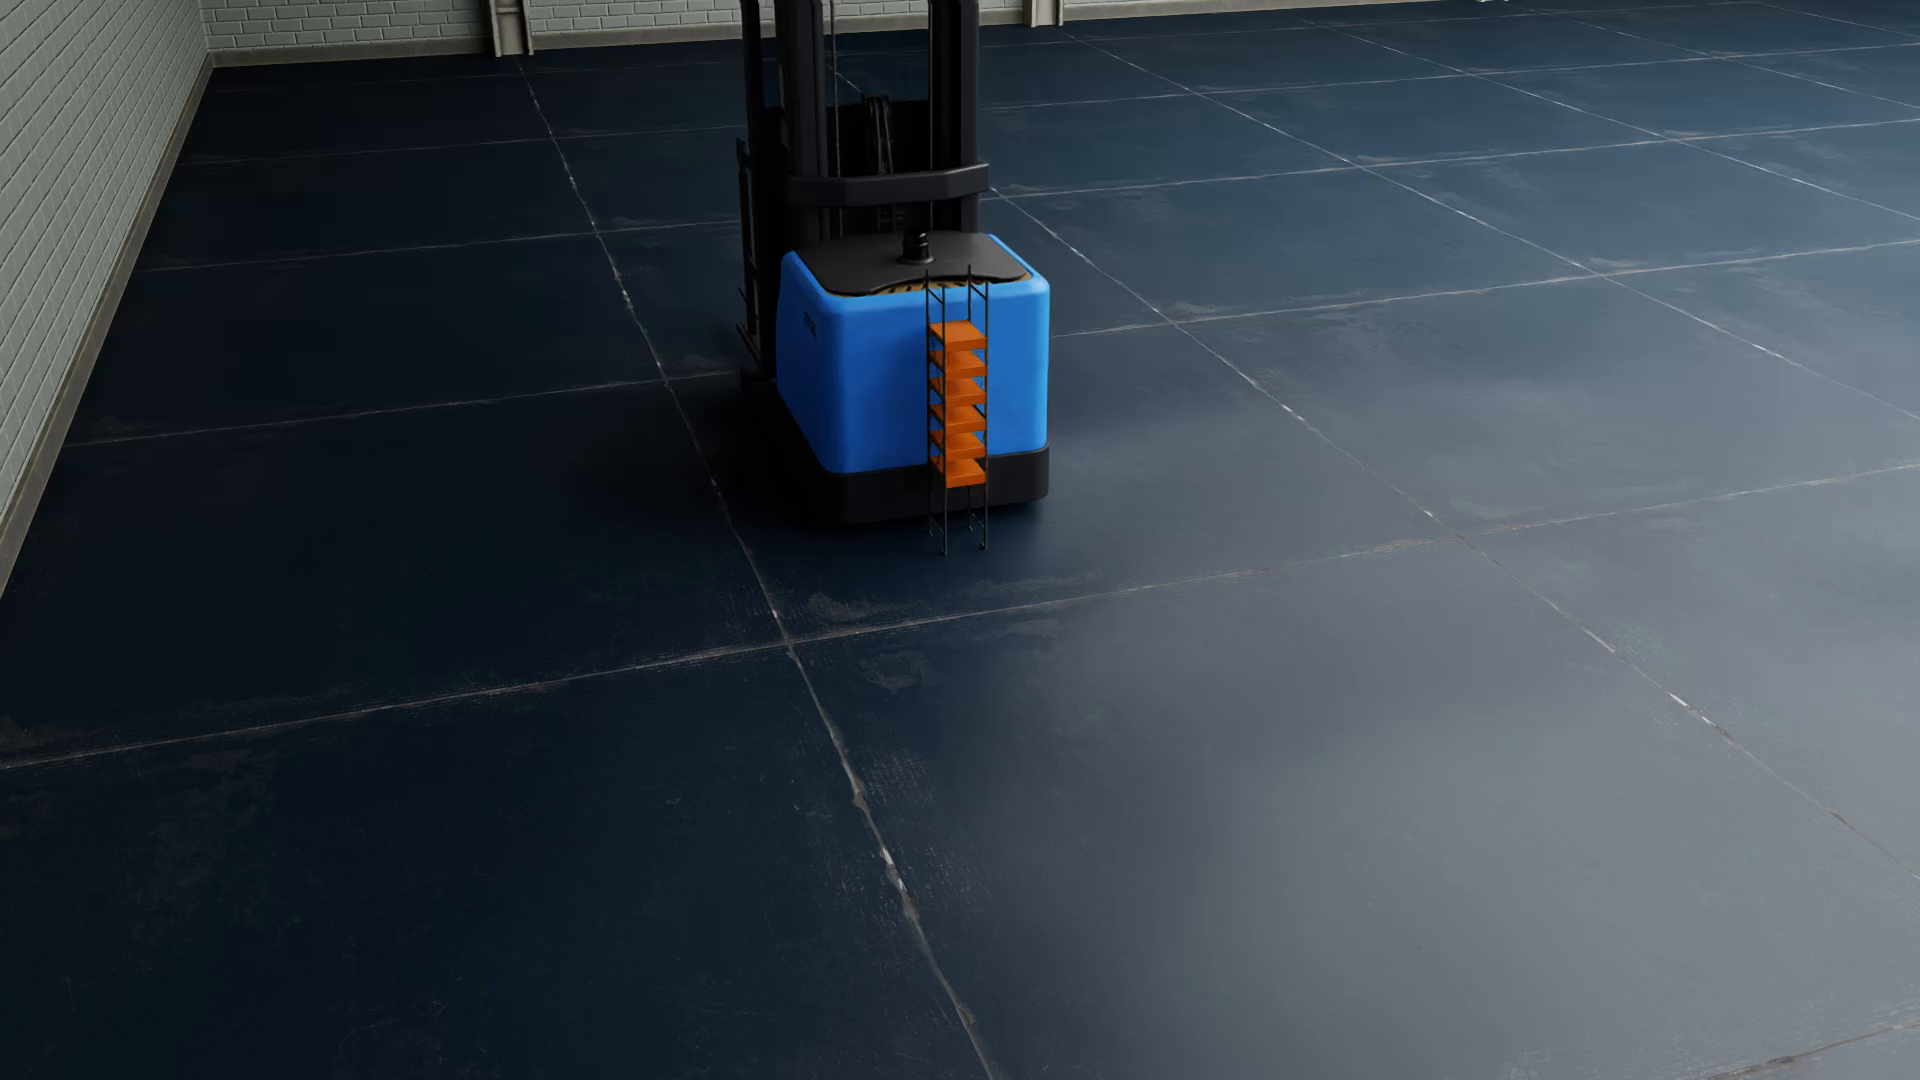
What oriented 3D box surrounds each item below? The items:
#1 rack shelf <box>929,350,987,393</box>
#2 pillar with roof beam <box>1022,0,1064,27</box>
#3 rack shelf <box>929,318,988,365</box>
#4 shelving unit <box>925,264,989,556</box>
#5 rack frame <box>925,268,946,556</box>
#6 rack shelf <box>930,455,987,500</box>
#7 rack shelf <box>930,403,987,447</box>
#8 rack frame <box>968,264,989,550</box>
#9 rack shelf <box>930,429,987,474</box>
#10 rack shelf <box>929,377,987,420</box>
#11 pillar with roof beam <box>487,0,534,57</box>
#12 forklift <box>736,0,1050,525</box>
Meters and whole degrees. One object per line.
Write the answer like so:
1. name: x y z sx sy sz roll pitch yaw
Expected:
1. rack shelf: -0.013 -0.710 6.890 0.180 0.103 0.258 -8 27 -17
2. pillar with roof beam: 2.294 -8.210 13.667 0.400 9.000 9.100 -8 28 -16
3. rack shelf: -0.013 -0.818 6.837 0.180 0.103 0.258 -8 27 -17
4. shelving unit: -0.013 -0.535 6.977 0.189 1.200 0.258 -8 27 -17
5. rack frame: -0.100 -0.522 6.951 0.006 1.200 0.240 -8 27 -17
6. rack shelf: -0.013 -0.280 7.102 0.180 0.103 0.258 -8 27 -17
7. rack shelf: -0.013 -0.495 6.996 0.180 0.103 0.258 -8 27 -17
8. rack frame: 0.074 -0.548 7.003 0.006 1.200 0.240 -8 27 -17
9. rack shelf: -0.013 -0.387 7.049 0.180 0.103 0.258 -8 27 -17
10. rack shelf: -0.013 -0.602 6.943 0.180 0.103 0.258 -8 27 -17
11. pillar with roof beam: -3.411 -7.384 12.003 0.400 9.000 9.100 -8 28 -16
12. forklift: -0.522 -2.012 8.006 1.130 2.935 3.031 -8 27 -15
